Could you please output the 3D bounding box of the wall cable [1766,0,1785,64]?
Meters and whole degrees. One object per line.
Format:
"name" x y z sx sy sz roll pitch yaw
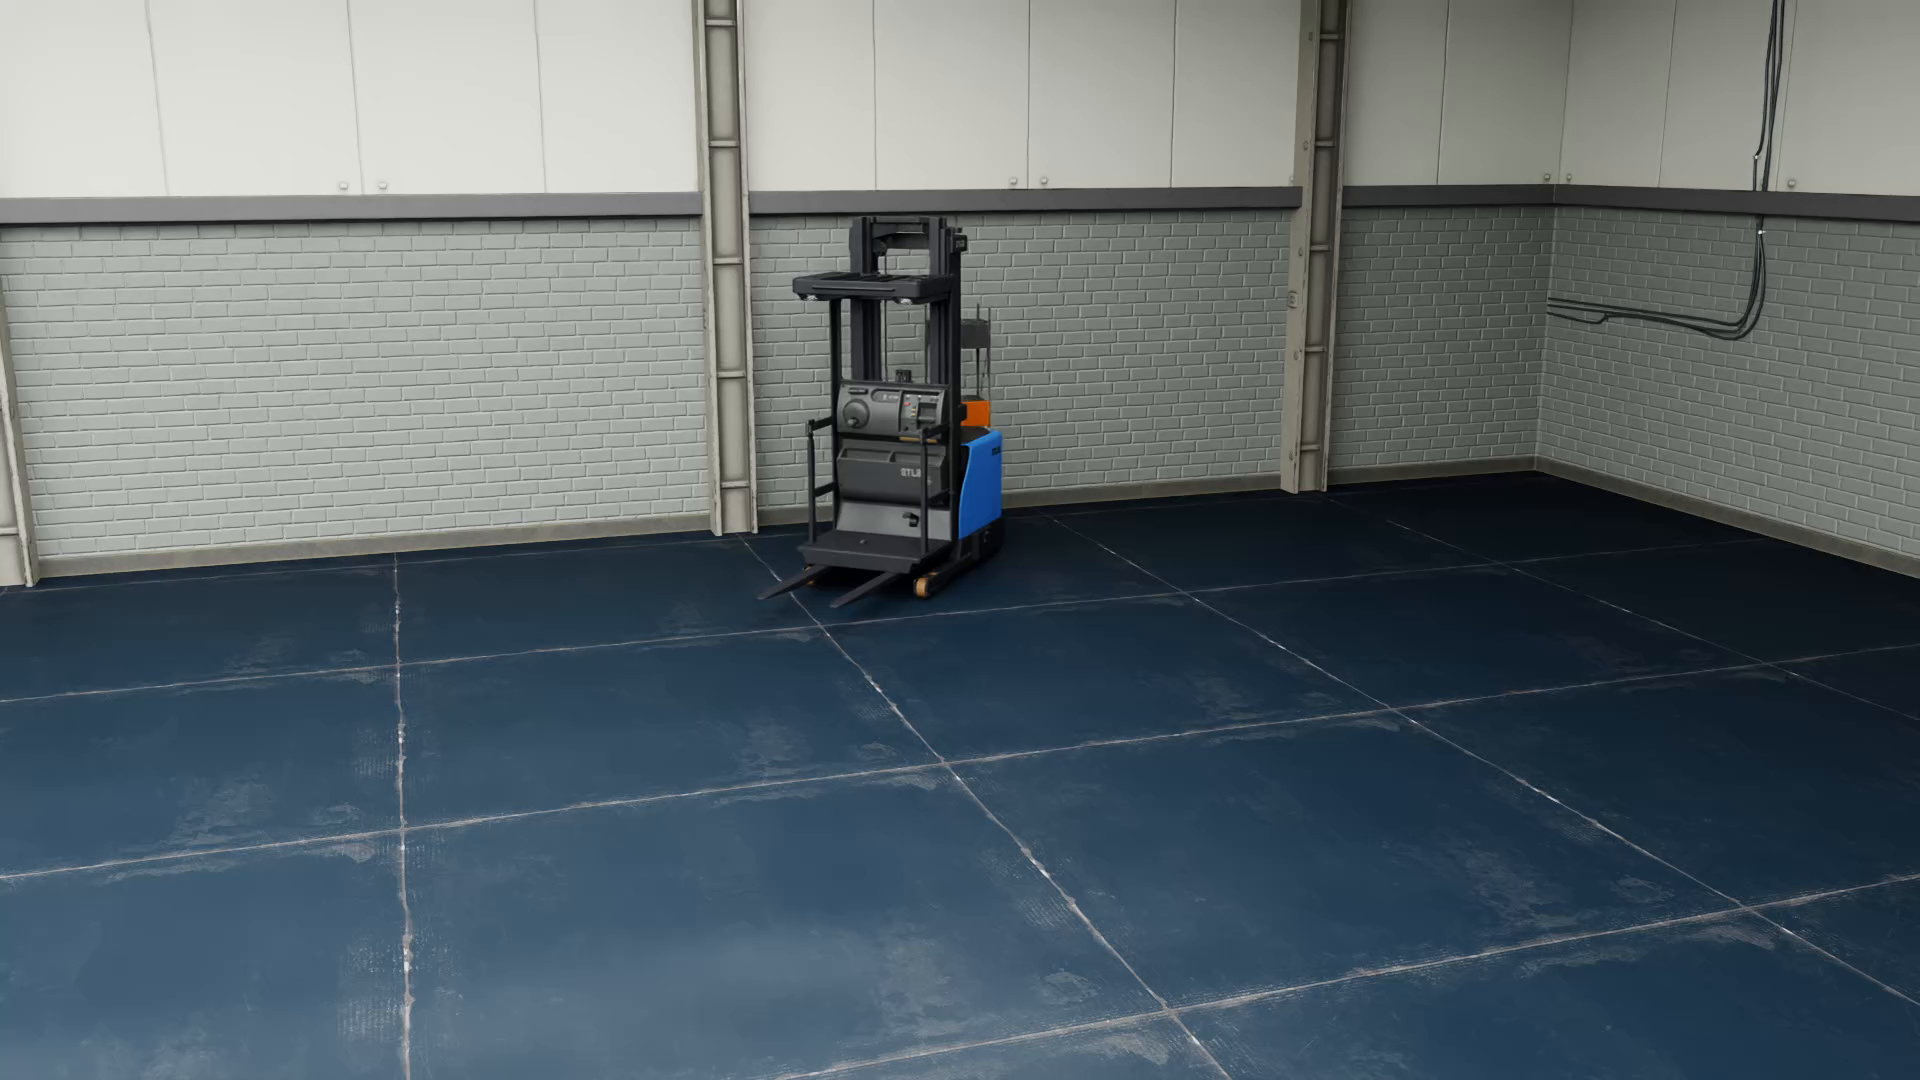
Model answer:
"wall cable" 7.658 -5.187 13.300 0.112 2.526 3.097 -4 14 -18

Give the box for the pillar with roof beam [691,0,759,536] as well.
"pillar with roof beam" -0.732 -3.520 10.493 0.400 9.000 9.100 -4 14 -18

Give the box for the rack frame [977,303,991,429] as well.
"rack frame" 0.215 -1.091 15.194 0.015 2.100 0.400 -4 14 -15

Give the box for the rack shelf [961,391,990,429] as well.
"rack shelf" -0.020 -1.063 15.134 0.480 0.518 0.431 -4 14 -15

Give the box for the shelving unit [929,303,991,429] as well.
"shelving unit" -0.014 -1.077 15.133 0.492 2.100 0.431 -4 14 -15

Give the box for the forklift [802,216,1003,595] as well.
"forklift" -0.640 -1.075 13.327 1.130 2.935 3.031 5 14 21
